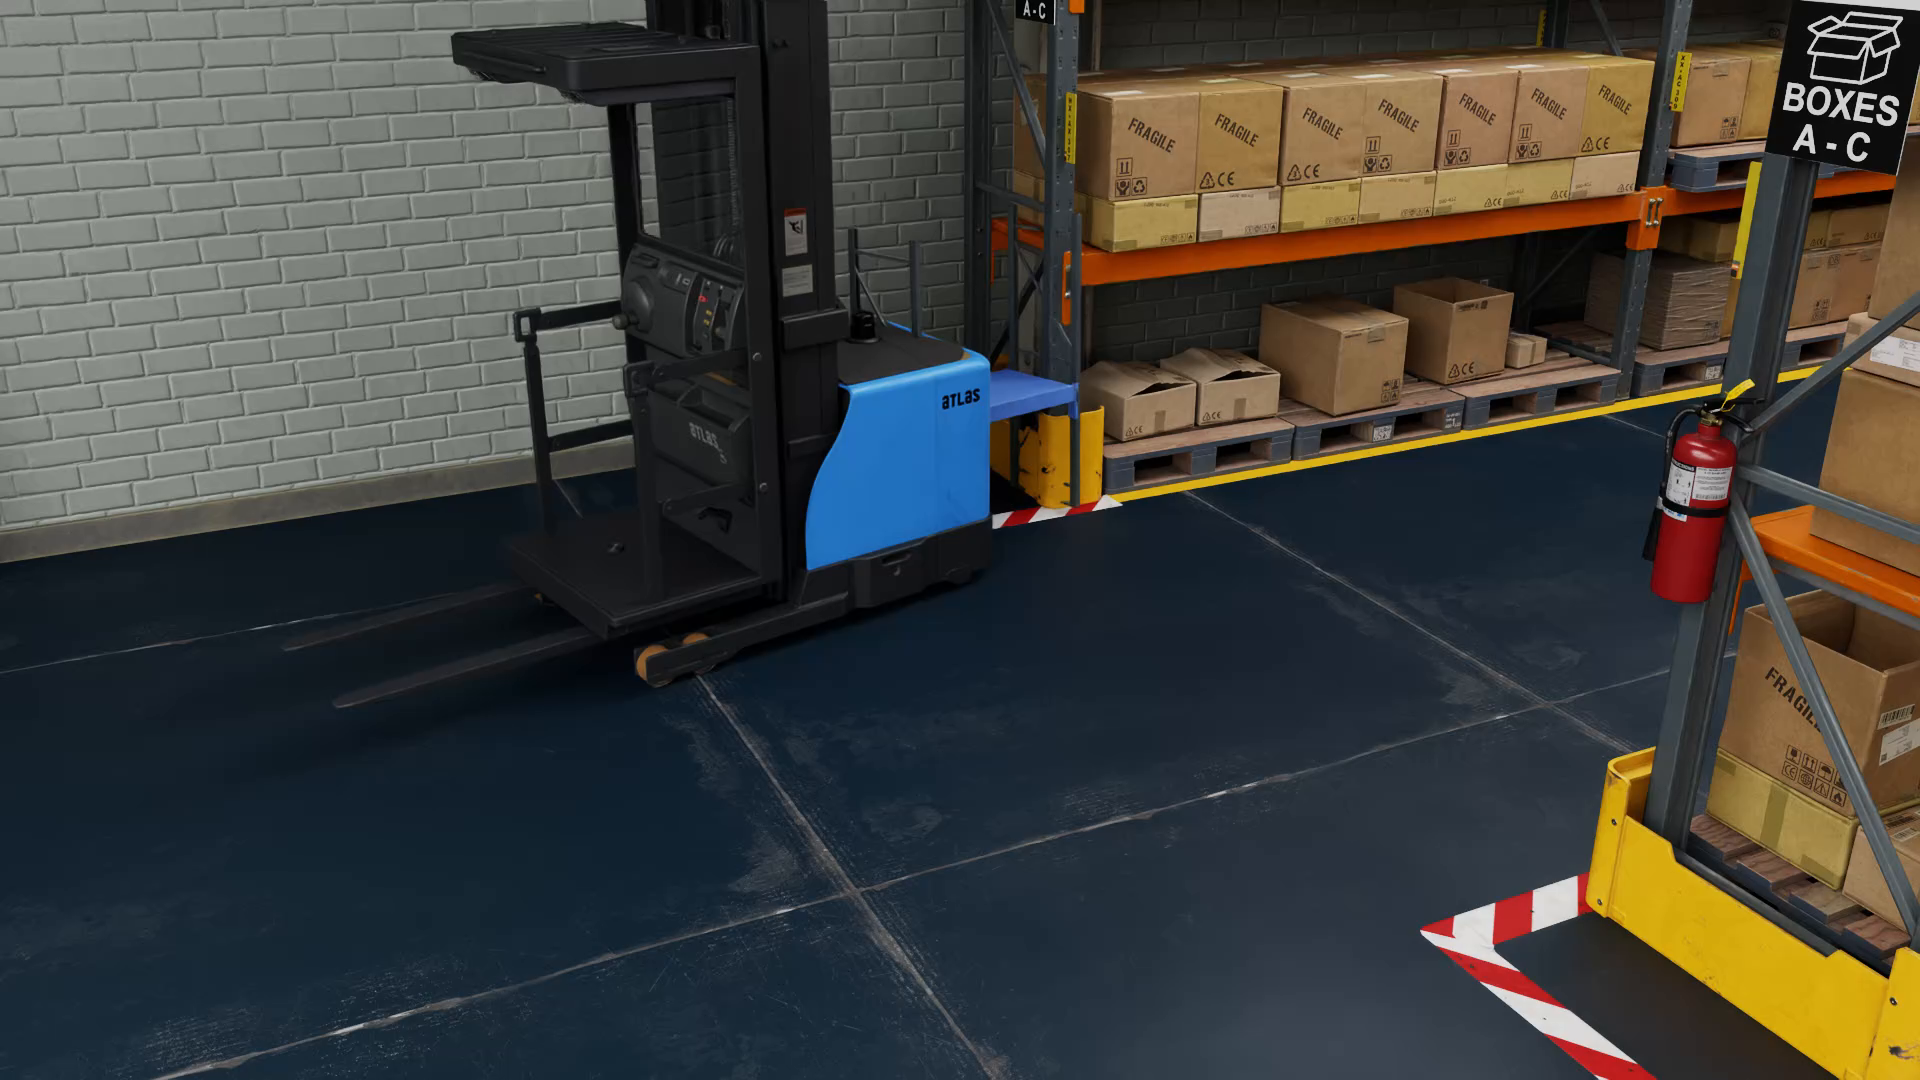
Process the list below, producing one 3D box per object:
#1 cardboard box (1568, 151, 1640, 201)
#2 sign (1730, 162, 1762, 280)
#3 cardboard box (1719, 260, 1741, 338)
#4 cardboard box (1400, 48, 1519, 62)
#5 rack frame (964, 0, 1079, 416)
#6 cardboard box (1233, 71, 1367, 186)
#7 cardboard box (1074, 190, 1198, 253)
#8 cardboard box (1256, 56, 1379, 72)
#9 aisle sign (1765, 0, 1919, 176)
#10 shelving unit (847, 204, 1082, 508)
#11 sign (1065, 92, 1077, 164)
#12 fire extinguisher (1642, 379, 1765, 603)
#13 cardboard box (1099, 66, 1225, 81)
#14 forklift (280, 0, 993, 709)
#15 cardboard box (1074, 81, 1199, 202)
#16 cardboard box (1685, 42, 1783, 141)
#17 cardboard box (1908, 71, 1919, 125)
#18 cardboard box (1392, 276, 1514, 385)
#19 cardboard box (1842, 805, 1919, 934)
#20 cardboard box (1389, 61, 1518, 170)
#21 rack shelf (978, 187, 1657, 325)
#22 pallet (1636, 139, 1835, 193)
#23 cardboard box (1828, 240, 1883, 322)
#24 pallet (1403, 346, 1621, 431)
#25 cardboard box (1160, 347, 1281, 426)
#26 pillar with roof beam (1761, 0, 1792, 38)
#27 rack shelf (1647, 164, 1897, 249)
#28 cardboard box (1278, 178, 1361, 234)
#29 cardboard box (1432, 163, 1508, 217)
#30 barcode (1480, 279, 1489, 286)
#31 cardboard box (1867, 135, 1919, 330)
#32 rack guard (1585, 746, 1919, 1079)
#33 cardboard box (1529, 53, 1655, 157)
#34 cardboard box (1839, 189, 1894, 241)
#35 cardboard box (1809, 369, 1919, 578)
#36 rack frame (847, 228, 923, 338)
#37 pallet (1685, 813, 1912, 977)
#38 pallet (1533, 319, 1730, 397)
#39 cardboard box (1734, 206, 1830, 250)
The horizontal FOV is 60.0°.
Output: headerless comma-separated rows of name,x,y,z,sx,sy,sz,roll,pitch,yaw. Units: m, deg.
cardboard box,3.600,-2.178,9.759,0.500,0.250,0.500,-10,25,-23
sign,2.220,-0.884,4.641,0.005,0.325,0.100,-10,25,-24
cardboard box,4.996,-1.700,11.127,0.500,0.500,0.700,-11,25,-25
cardboard box,2.914,-2.617,9.839,0.500,0.500,0.500,-11,25,-24
rack frame,0.292,-1.757,8.573,0.127,3.000,1.000,-10,25,-24
cardboard box,1.770,-2.181,8.787,0.500,0.500,0.500,-11,25,-25
cardboard box,0.869,-1.669,8.529,0.500,0.250,0.500,-11,25,-25
cardboard box,2.000,-2.446,9.426,0.500,0.500,0.500,-10,25,-23
aisle sign,2.257,-1.342,4.171,0.004,0.787,0.394,-10,25,-24
shelving unit,0.046,-0.816,8.183,1.048,1.500,0.538,-17,25,-38
sign,0.527,-1.970,7.956,0.005,0.325,0.100,-10,25,-24
fire extinguisher,2.135,-0.155,4.804,0.183,0.674,0.296,-10,25,-24
cardboard box,1.082,-2.275,9.014,0.500,0.500,0.500,-10,25,-23
forklift,-1.321,-0.983,6.792,3.031,2.935,1.130,-17,28,-35
cardboard box,0.852,-2.019,8.395,0.500,0.500,0.500,-10,25,-24
cardboard box,4.876,-2.833,10.466,0.500,0.500,0.700,-8,24,-18
cardboard box,5.968,-3.038,10.961,0.500,0.500,0.700,-10,25,-24
cardboard box,2.978,-1.283,10.121,0.500,0.500,0.500,-12,26,-28
cardboard box,3.023,1.014,4.926,0.500,0.250,0.500,-10,25,-24
cardboard box,2.698,-2.357,9.213,0.500,0.500,0.500,-11,25,-25
rack shelf,2.094,-1.756,9.512,4.000,0.370,1.077,-10,25,-24
pallet,4.648,-2.409,10.398,1.213,0.211,1.003,-10,25,-24
cardboard box,5.924,-1.857,11.508,0.500,0.500,0.700,-11,25,-24
pallet,3.306,-1.009,10.411,1.213,0.211,1.003,-10,25,-24
cardboard box,1.468,-0.896,9.434,0.500,0.311,0.500,-8,24,-19
pillar with roof beam,7.821,-4.455,7.246,0.400,9.000,9.100,-10,25,-24
rack shelf,5.698,-2.420,11.115,4.000,0.370,1.077,-10,25,-24
cardboard box,1.792,-1.842,8.948,0.500,0.250,0.500,-11,25,-24
cardboard box,2.701,-2.009,9.351,0.500,0.250,0.500,-11,25,-24
barcode,3.305,-1.610,10.492,0.075,0.075,0.001,-10,25,-24
cardboard box,2.917,-0.778,4.381,0.500,0.500,0.700,-10,25,-23
rack guard,2.422,1.108,4.919,0.348,0.500,1.175,-10,25,-24
cardboard box,3.604,-2.522,9.610,0.500,0.500,0.500,-10,25,-24
cardboard box,6.333,-2.269,11.521,0.500,0.250,0.500,-10,24,-23
cardboard box,2.869,-0.170,4.608,0.500,0.500,0.700,-10,25,-24
rack frame,-0.339,-0.696,7.874,0.032,1.500,0.500,-17,25,-38
pallet,3.114,1.096,5.325,1.213,0.211,1.003,-10,25,-24
pallet,4.597,-1.262,11.022,1.213,0.211,1.003,-10,25,-24
cardboard box,5.414,-2.105,11.126,0.500,0.250,0.500,-11,25,-25
